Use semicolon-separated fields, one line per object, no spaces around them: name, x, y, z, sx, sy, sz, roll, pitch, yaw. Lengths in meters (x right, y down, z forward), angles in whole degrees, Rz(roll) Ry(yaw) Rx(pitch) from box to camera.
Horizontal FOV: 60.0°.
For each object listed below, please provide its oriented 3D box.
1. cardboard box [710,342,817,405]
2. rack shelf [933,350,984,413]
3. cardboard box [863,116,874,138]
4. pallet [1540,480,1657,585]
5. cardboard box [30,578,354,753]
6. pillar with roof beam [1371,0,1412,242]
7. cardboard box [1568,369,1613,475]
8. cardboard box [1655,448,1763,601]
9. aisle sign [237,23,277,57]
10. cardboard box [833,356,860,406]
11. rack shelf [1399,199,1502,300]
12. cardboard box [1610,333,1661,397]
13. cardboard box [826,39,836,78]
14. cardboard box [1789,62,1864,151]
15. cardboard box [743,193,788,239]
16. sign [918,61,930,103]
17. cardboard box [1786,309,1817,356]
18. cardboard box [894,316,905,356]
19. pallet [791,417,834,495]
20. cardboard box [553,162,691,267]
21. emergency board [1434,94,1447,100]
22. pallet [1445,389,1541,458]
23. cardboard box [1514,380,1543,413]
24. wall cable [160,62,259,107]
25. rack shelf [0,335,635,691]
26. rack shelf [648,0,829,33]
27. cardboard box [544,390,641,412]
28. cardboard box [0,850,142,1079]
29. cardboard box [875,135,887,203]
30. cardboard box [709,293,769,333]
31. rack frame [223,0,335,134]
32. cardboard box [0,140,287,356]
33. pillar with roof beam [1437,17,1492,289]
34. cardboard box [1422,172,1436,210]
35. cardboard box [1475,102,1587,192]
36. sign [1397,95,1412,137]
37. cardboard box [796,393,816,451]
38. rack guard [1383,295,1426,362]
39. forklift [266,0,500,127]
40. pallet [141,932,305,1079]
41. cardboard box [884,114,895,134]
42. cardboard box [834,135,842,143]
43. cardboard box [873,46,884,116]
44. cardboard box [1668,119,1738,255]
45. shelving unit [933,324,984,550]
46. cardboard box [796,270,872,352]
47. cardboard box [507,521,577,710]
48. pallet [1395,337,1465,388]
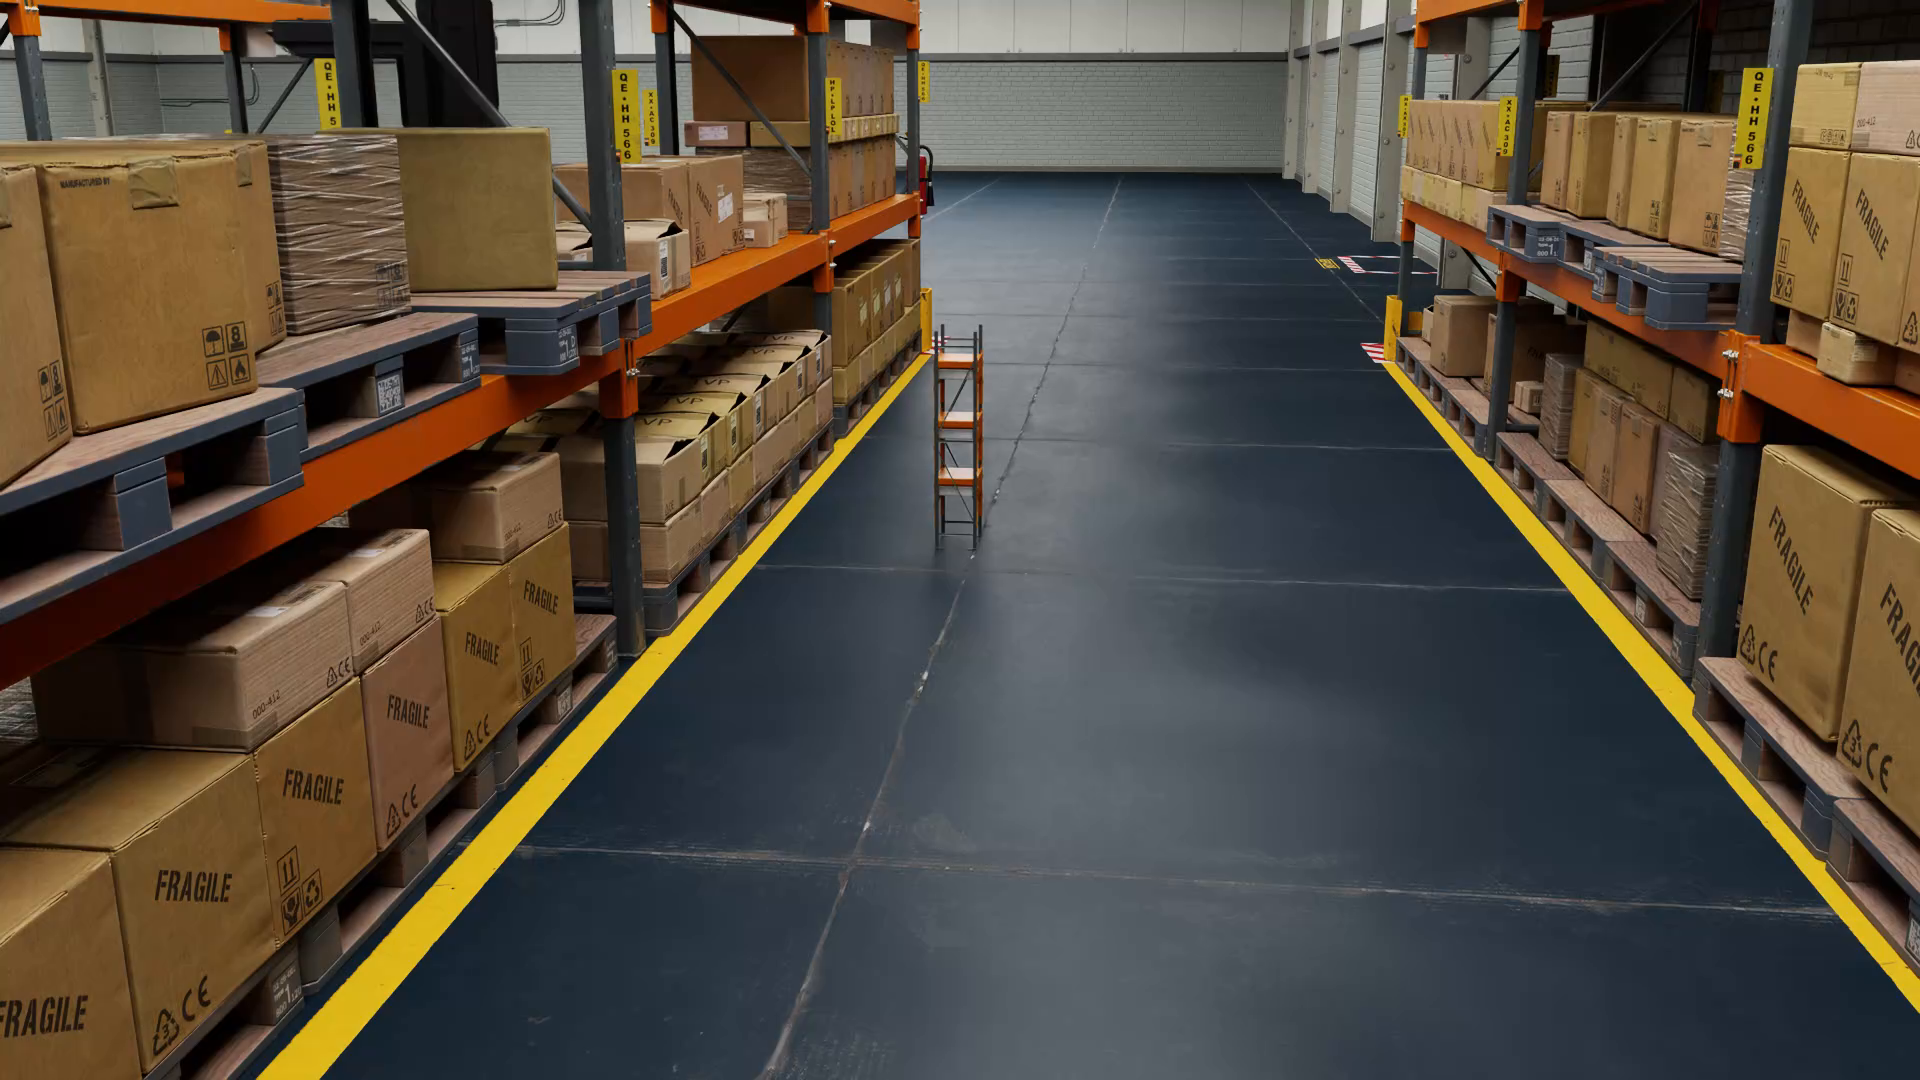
cardboard box;-1.102;-0.948;9.309;0.500;0.311;0.500;2;15;8
rack shelf;-0.006;-0.757;7.902;0.215;0.259;0.240;2;15;6
cardboard box;-0.835;-3.008;12.107;0.380;0.149;0.250;2;15;8
pallet;3.413;-0.040;7.905;1.003;0.211;1.213;2;15;6
cardboard box;-1.782;0.279;3.892;0.500;0.250;0.500;2;15;6
pillar with roof beam;1.943;-8.871;23.728;9.100;9.000;0.400;2;15;6
cardboard box;3.559;-0.584;8.522;0.700;0.500;0.500;1;15;5
cardboard box;3.212;-0.062;6.590;0.700;0.500;0.500;2;15;7
aisle sign;-6.041;-4.517;14.139;0.394;0.787;0.004;2;15;6
cardboard box;-0.935;-1.037;10.713;0.500;0.250;0.500;2;15;6
rack shelf;3.860;-2.077;11.474;1.077;0.370;4.000;2;15;6
cardboard box;3.466;-0.832;8.003;0.500;0.250;0.500;1;15;5
cardboard box;-1.189;-2.971;10.726;0.700;0.500;0.500;2;15;6
cardboard box;2.872;-1.314;5.038;0.500;0.250;0.500;2;15;8
cardboard box;-1.301;-1.849;9.540;0.500;0.250;0.500;3;15;10
sign;-0.299;-3.741;13.580;0.100;0.325;0.005;2;15;6
cardboard box;2.915;-0.678;5.365;0.380;0.149;0.250;1;15;5
cardboard box;-0.703;-1.555;12.631;0.500;0.250;0.500;2;15;6
pallet;-1.333;-0.512;9.651;1.003;0.211;1.213;2;15;6
cardboard box;-1.567;-1.497;7.759;0.500;0.500;0.500;1;15;3
emergency board;5.860;-4.932;20.654;0.194;1.169;0.643;2;15;6
pallet;3.675;-0.734;10.474;1.003;0.211;1.213;2;15;6
cardboard box;3.665;-0.890;10.290;0.380;0.166;0.250;0;15;-1
wall cable;-21.401;-13.566;47.043;3.097;2.526;0.112;2;15;6
rack shelf;-1.965;-0.147;4.337;1.077;0.370;4.000;2;15;6
rack shelf;-1.514;-2.632;7.782;1.077;0.370;4.000;2;15;6
cardboard box;-1.813;-0.568;7.904;0.500;0.311;0.500;2;15;6
cardboard box;-1.894;0.901;3.031;0.500;0.500;0.500;1;15;4
cardboard box;-0.957;-2.879;12.871;0.700;0.500;0.500;2;15;8
cardboard box;-1.385;-1.544;11.151;0.500;0.500;0.500;2;15;6
rack frame;-5.758;-3.235;14.377;1.000;3.000;0.127;2;15;6
cardboard box;-2.053;-0.686;3.958;0.700;0.500;0.500;-2;15;-8
pillar with roof beam;1.265;-7.315;17.973;9.100;9.000;0.400;2;15;6
cardboard box;3.607;-2.496;11.894;0.500;0.250;0.500;1;15;5
cardboard box;3.380;-2.336;9.868;0.500;0.500;0.500;2;15;6
sign;3.546;-3.377;13.244;0.100;0.325;0.005;2;15;6
cardboard box;-1.106;-0.678;9.387;0.500;0.250;0.500;1;15;5
rack guard;4.077;-1.716;13.552;1.175;0.500;0.348;2;15;6
forklift;-3.453;-1.973;9.845;3.031;2.935;1.130;-5;16;-19
pallet;-2.137;1.159;3.473;1.003;0.211;1.213;2;15;6
cardboard box;-0.719;-3.276;13.098;0.380;0.149;0.250;2;15;8
cardboard box;-0.982;-2.676;10.877;0.380;0.149;0.250;2;15;6
cardboard box;-0.962;-3.491;12.650;0.700;0.500;0.500;1;15;5
cardboard box;3.262;-1.396;6.545;0.700;0.500;0.500;0;15;1
shelving unit;-0.006;-0.493;7.974;0.215;1.050;0.252;2;15;6
cardboard box;-0.876;-1.529;11.095;0.500;0.500;0.500;2;15;6
cardboard box;-1.612;0.231;5.507;0.500;0.500;0.500;2;15;8
pallet;3.950;-1.367;12.814;1.003;0.211;1.213;2;15;6
